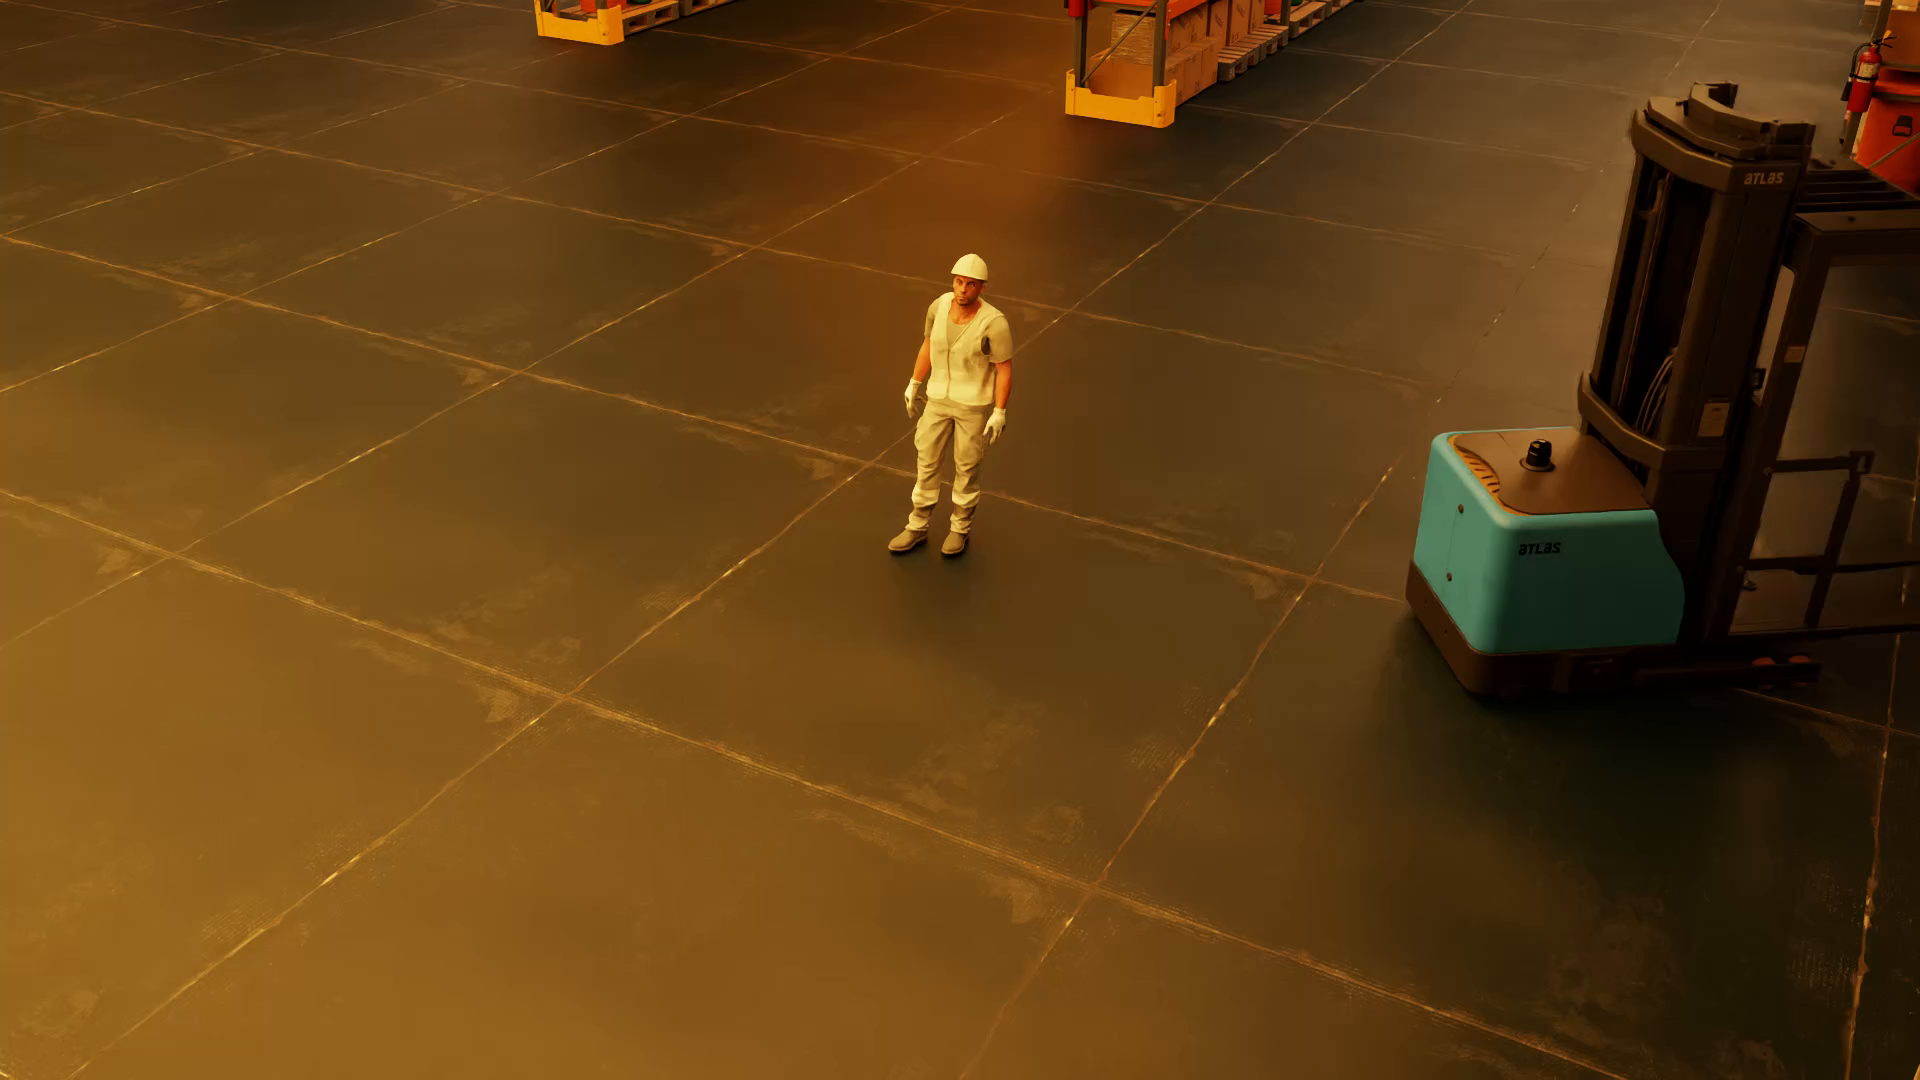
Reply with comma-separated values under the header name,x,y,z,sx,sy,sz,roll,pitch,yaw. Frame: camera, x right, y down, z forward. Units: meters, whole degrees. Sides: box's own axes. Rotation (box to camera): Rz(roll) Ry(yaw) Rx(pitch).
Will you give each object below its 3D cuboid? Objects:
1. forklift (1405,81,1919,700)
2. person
name,x,y,z,sx,sy,sz,roll,pitch,yaw
forklift,4.045,-0.753,8.376,3.031,2.935,1.130,-3,30,-5
person,-0.050,-0.749,9.497,0.637,1.787,0.564,15,33,25
